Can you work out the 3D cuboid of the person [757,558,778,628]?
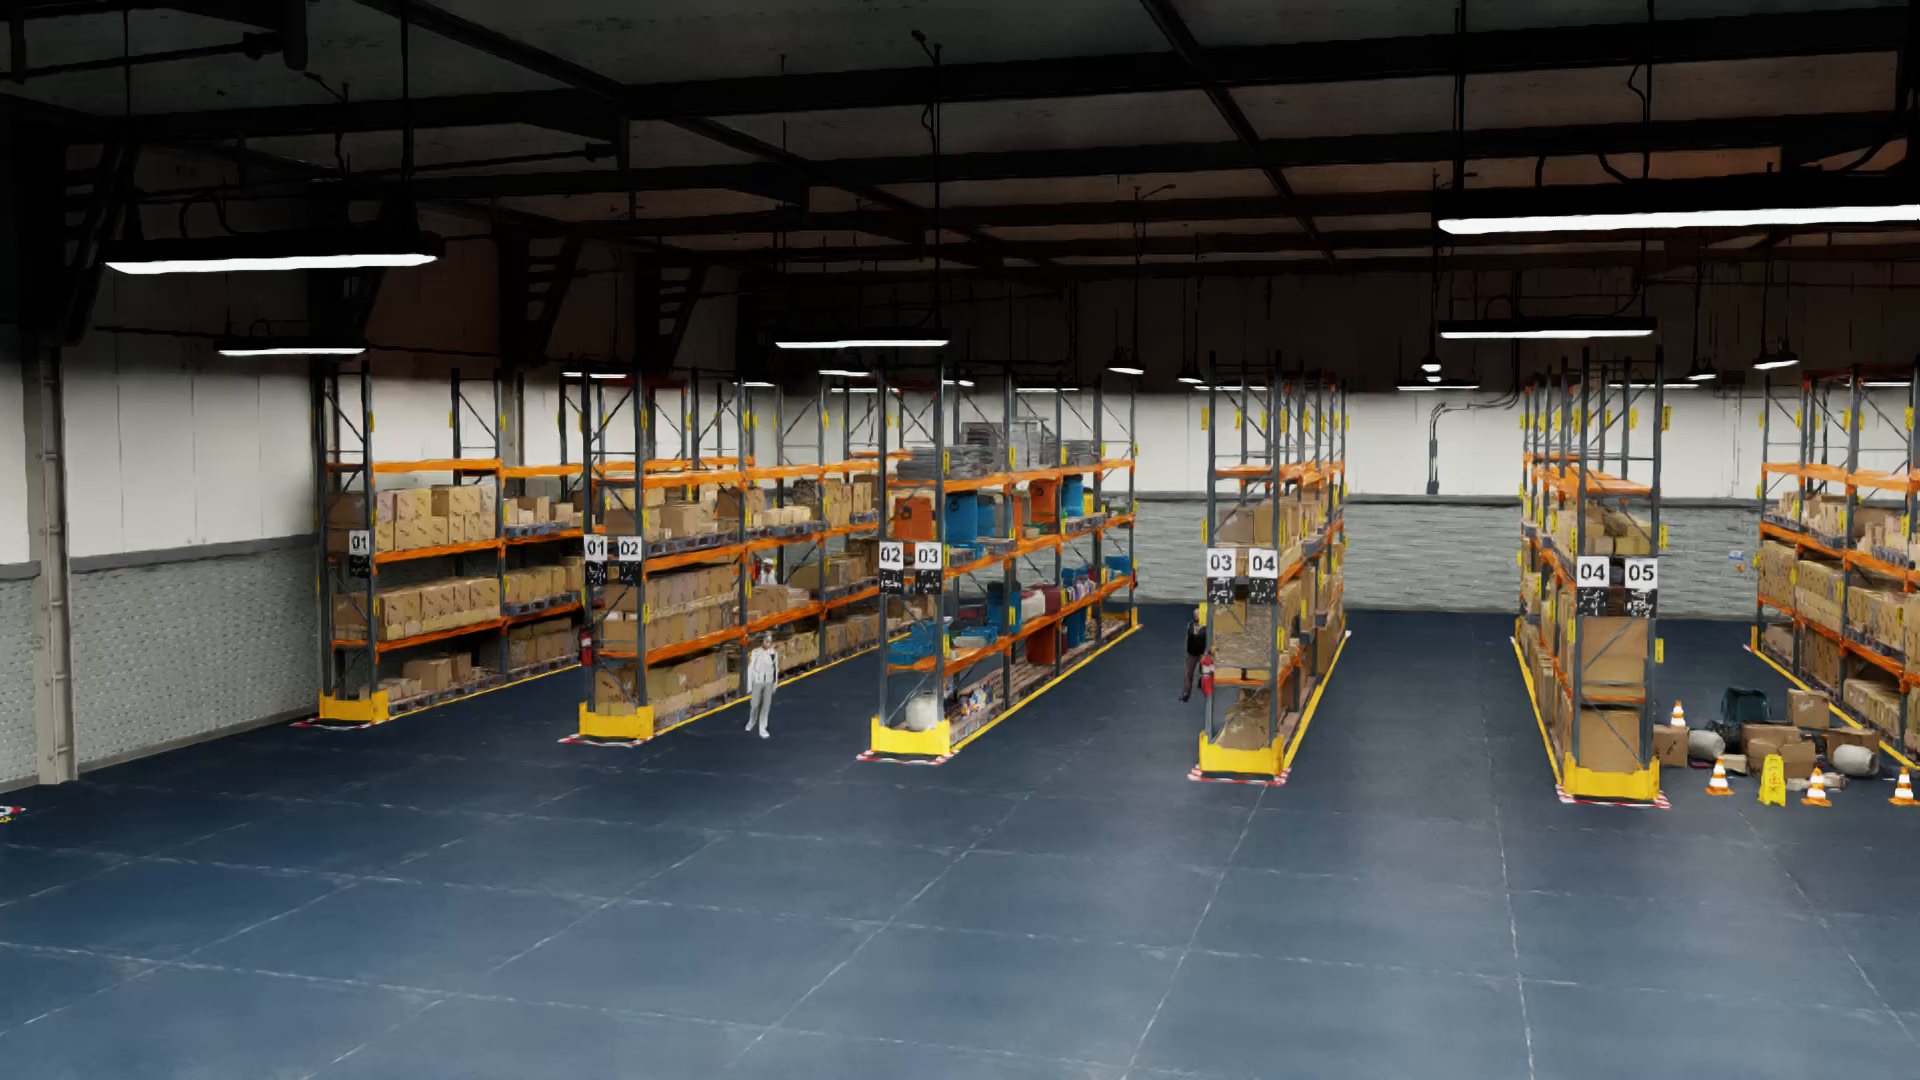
[{"bbox_3d":[-4.596,1.278,40.188,0.677,1.726,0.574,1,4,14],"label":"person"}]

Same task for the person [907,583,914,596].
[{"bbox_3d":[-1.197,0.926,45.205,0.719,1.714,0.578,1,4,15],"label":"person"}]

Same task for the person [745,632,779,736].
[{"bbox_3d":[-3.158,2.279,26.510,0.530,1.671,0.519,-2,4,-21],"label":"person"}]

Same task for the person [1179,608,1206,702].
[{"bbox_3d":[4.275,2.040,29.728,0.538,1.662,1.032,2,5,25],"label":"person"}]
